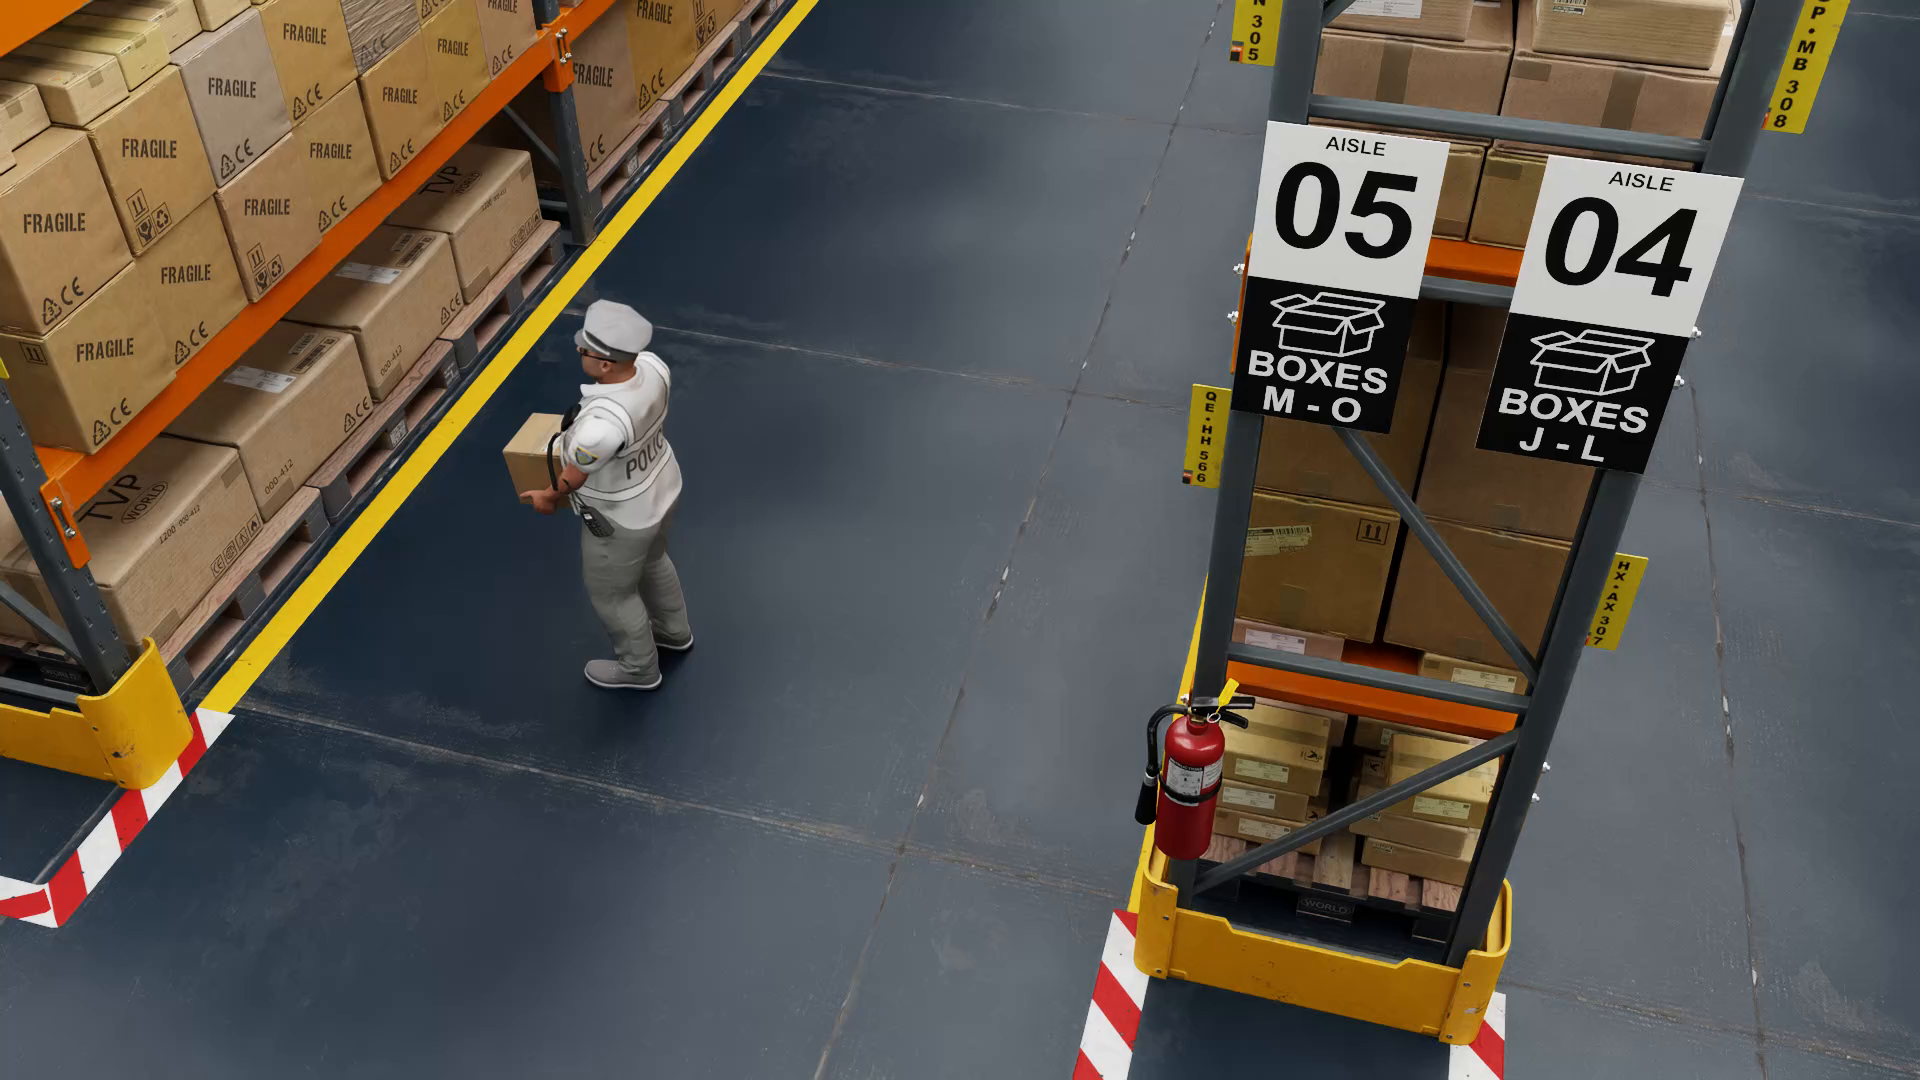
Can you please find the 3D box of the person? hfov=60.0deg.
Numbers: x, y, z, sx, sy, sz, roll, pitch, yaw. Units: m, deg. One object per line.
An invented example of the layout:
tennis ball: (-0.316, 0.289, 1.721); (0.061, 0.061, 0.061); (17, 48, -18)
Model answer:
person: (-1.351, -0.156, 6.321); (0.571, 1.766, 0.494); (11, 42, 12)
